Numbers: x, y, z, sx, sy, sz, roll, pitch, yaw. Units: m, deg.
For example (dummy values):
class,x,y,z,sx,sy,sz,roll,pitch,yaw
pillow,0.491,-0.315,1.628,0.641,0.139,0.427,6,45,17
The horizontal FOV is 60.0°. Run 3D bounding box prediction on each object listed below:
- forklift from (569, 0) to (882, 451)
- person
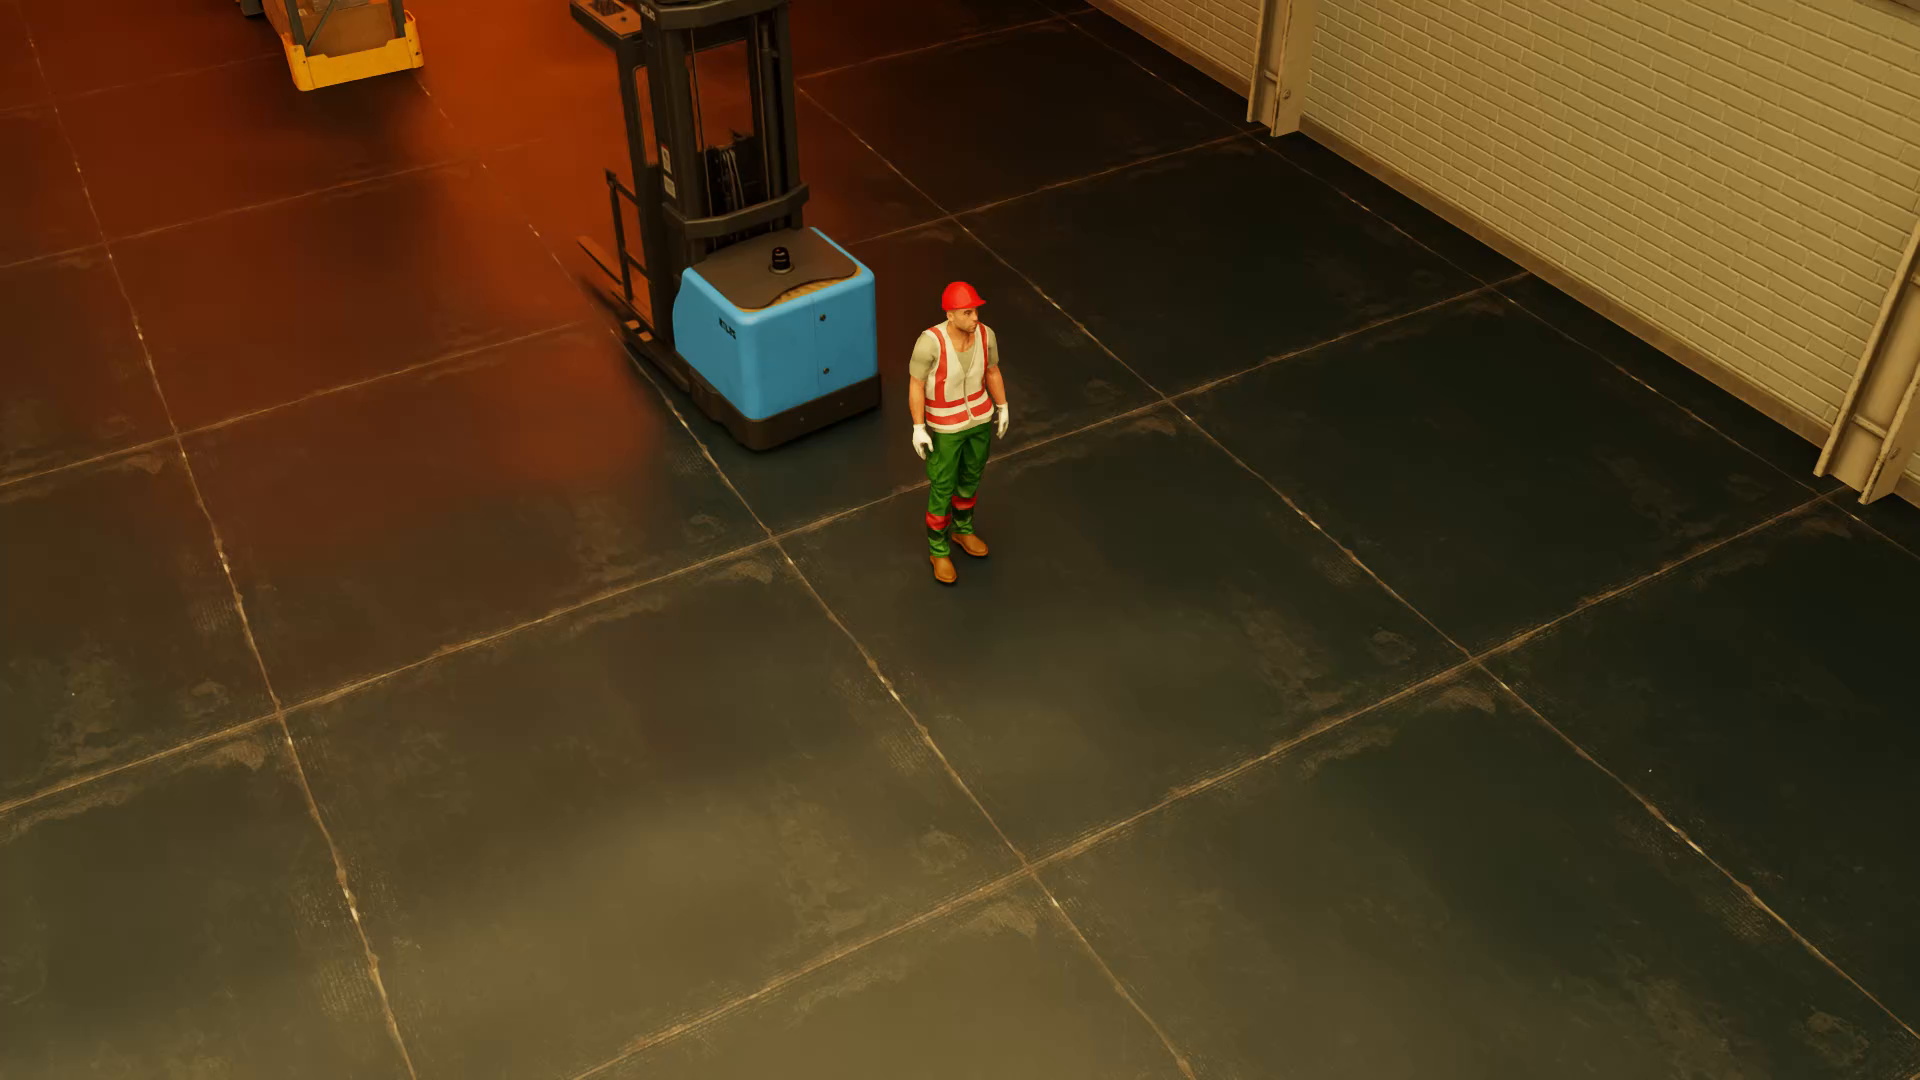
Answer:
class,x,y,z,sx,sy,sz,roll,pitch,yaw
forklift,-1.797,-2.615,11.189,1.130,2.935,3.031,-24,46,-26
person,0.030,-0.646,9.698,0.637,1.790,0.562,-20,44,-23
